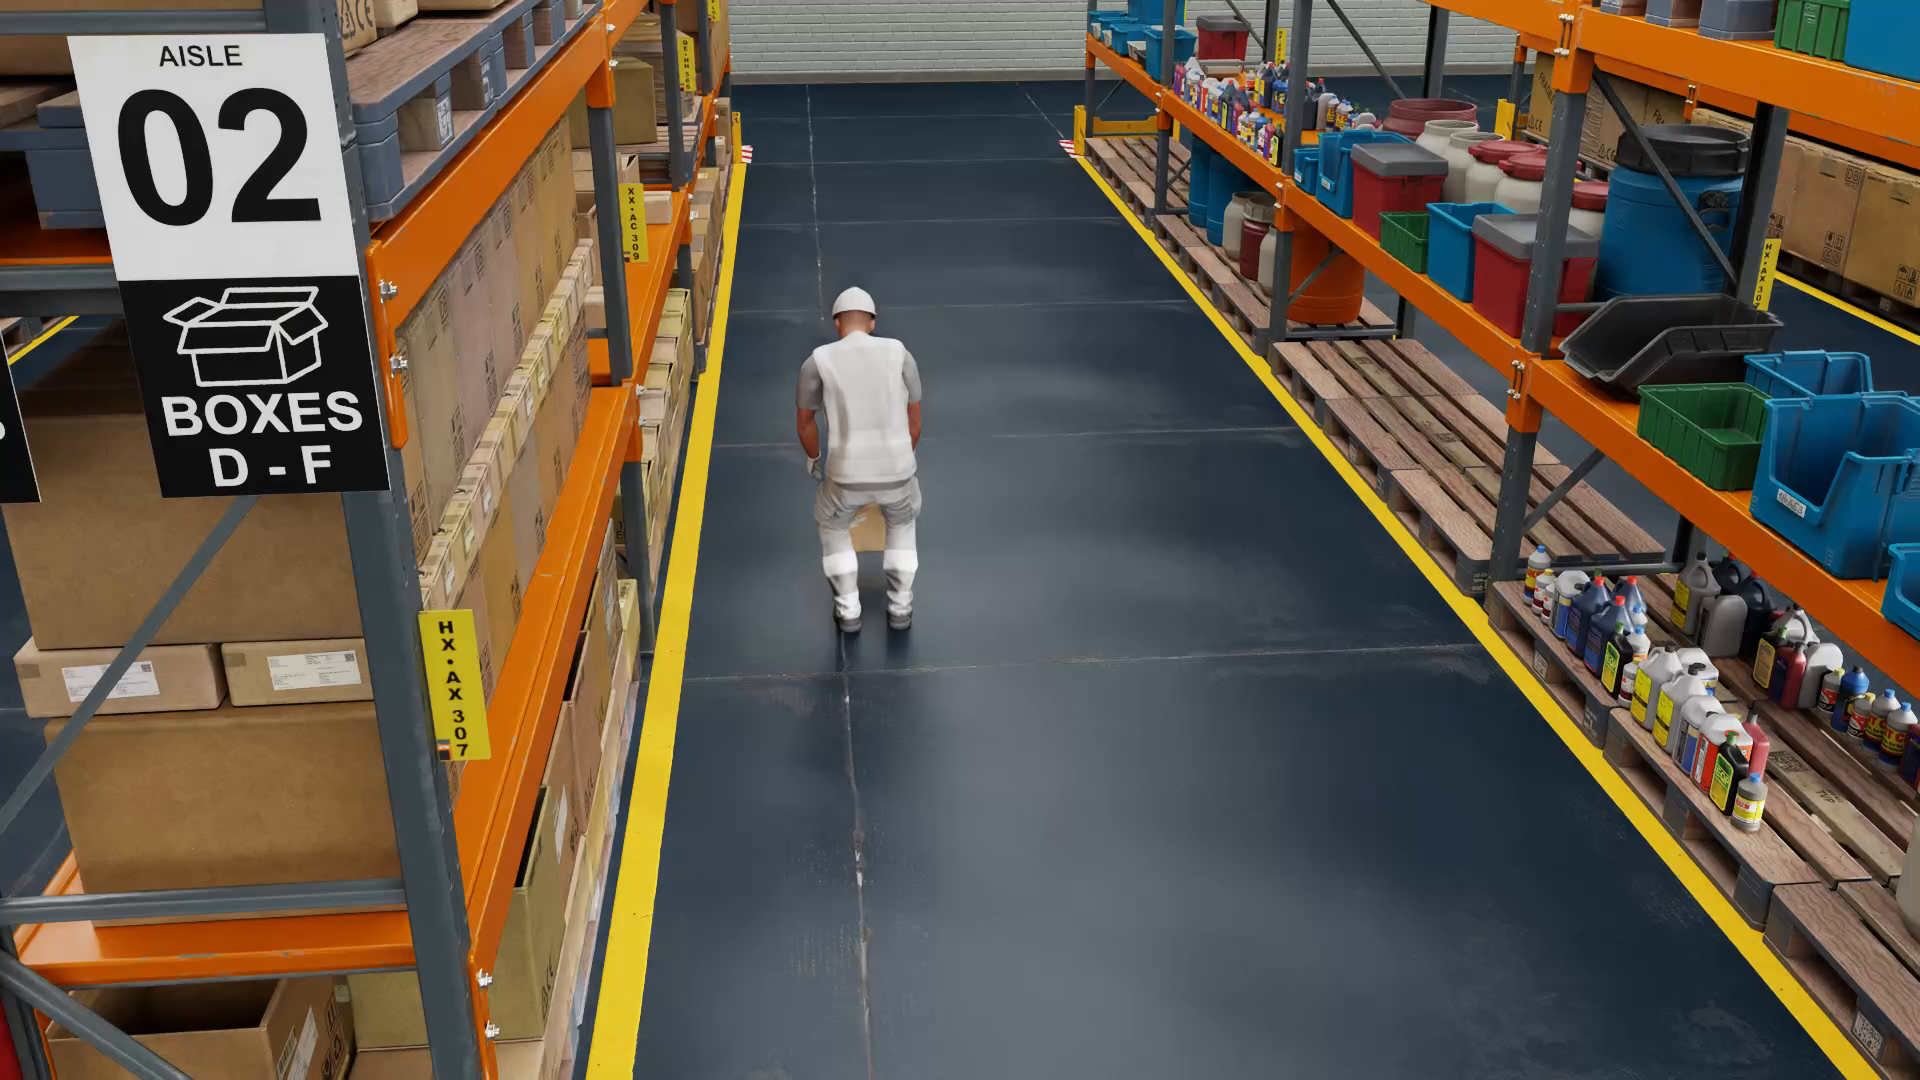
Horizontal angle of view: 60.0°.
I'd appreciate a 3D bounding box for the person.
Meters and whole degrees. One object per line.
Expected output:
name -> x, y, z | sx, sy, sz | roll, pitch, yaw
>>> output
person -> -0.459, -0.352, 7.673 | 0.577, 1.555, 0.668 | -2, 24, -5
